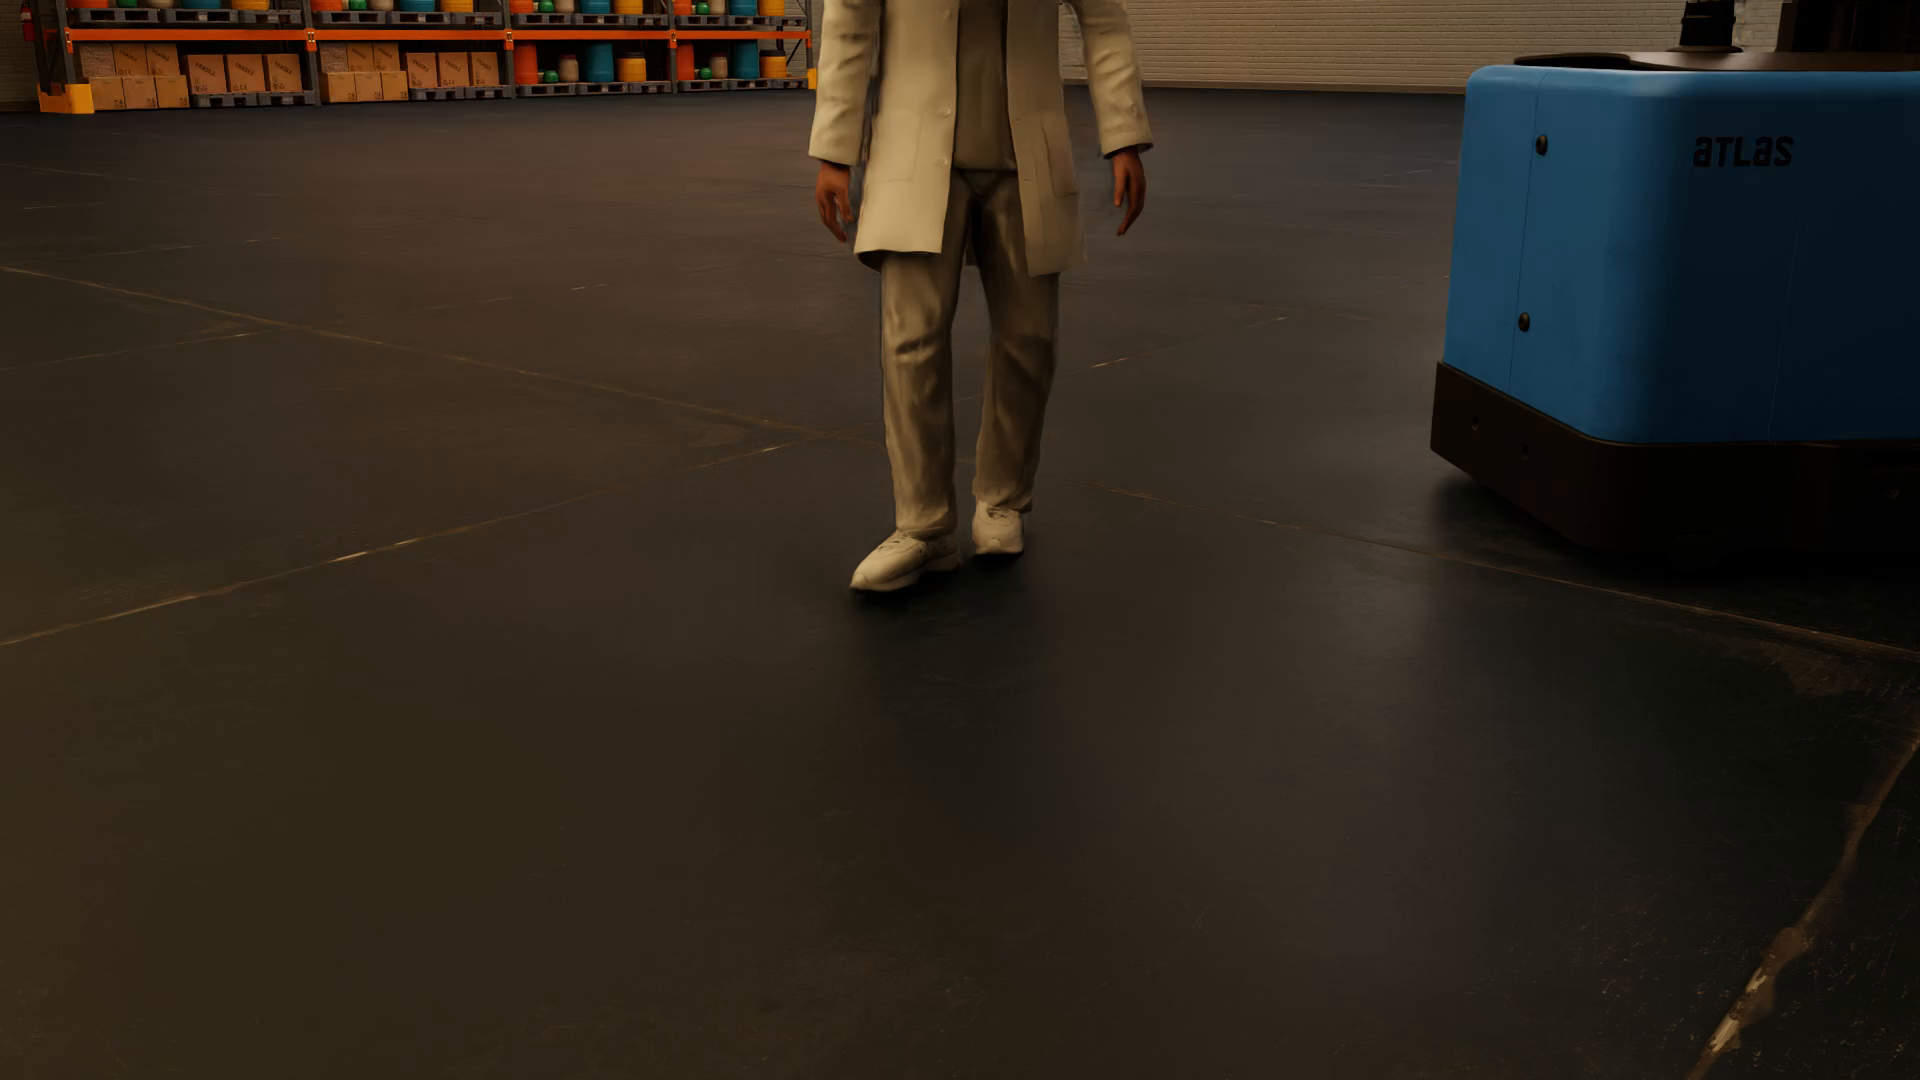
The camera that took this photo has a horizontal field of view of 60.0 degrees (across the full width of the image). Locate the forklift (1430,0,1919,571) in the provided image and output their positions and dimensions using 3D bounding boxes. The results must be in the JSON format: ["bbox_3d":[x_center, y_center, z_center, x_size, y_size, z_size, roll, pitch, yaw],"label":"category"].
[{"bbox_3d":[2.821,-1.493,3.814,3.031,2.935,1.130,-2,17,-5],"label":"forklift"}]

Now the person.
[{"bbox_3d":[0.048,-0.797,3.549,0.727,1.760,0.599,-3,17,-10],"label":"person"}]
